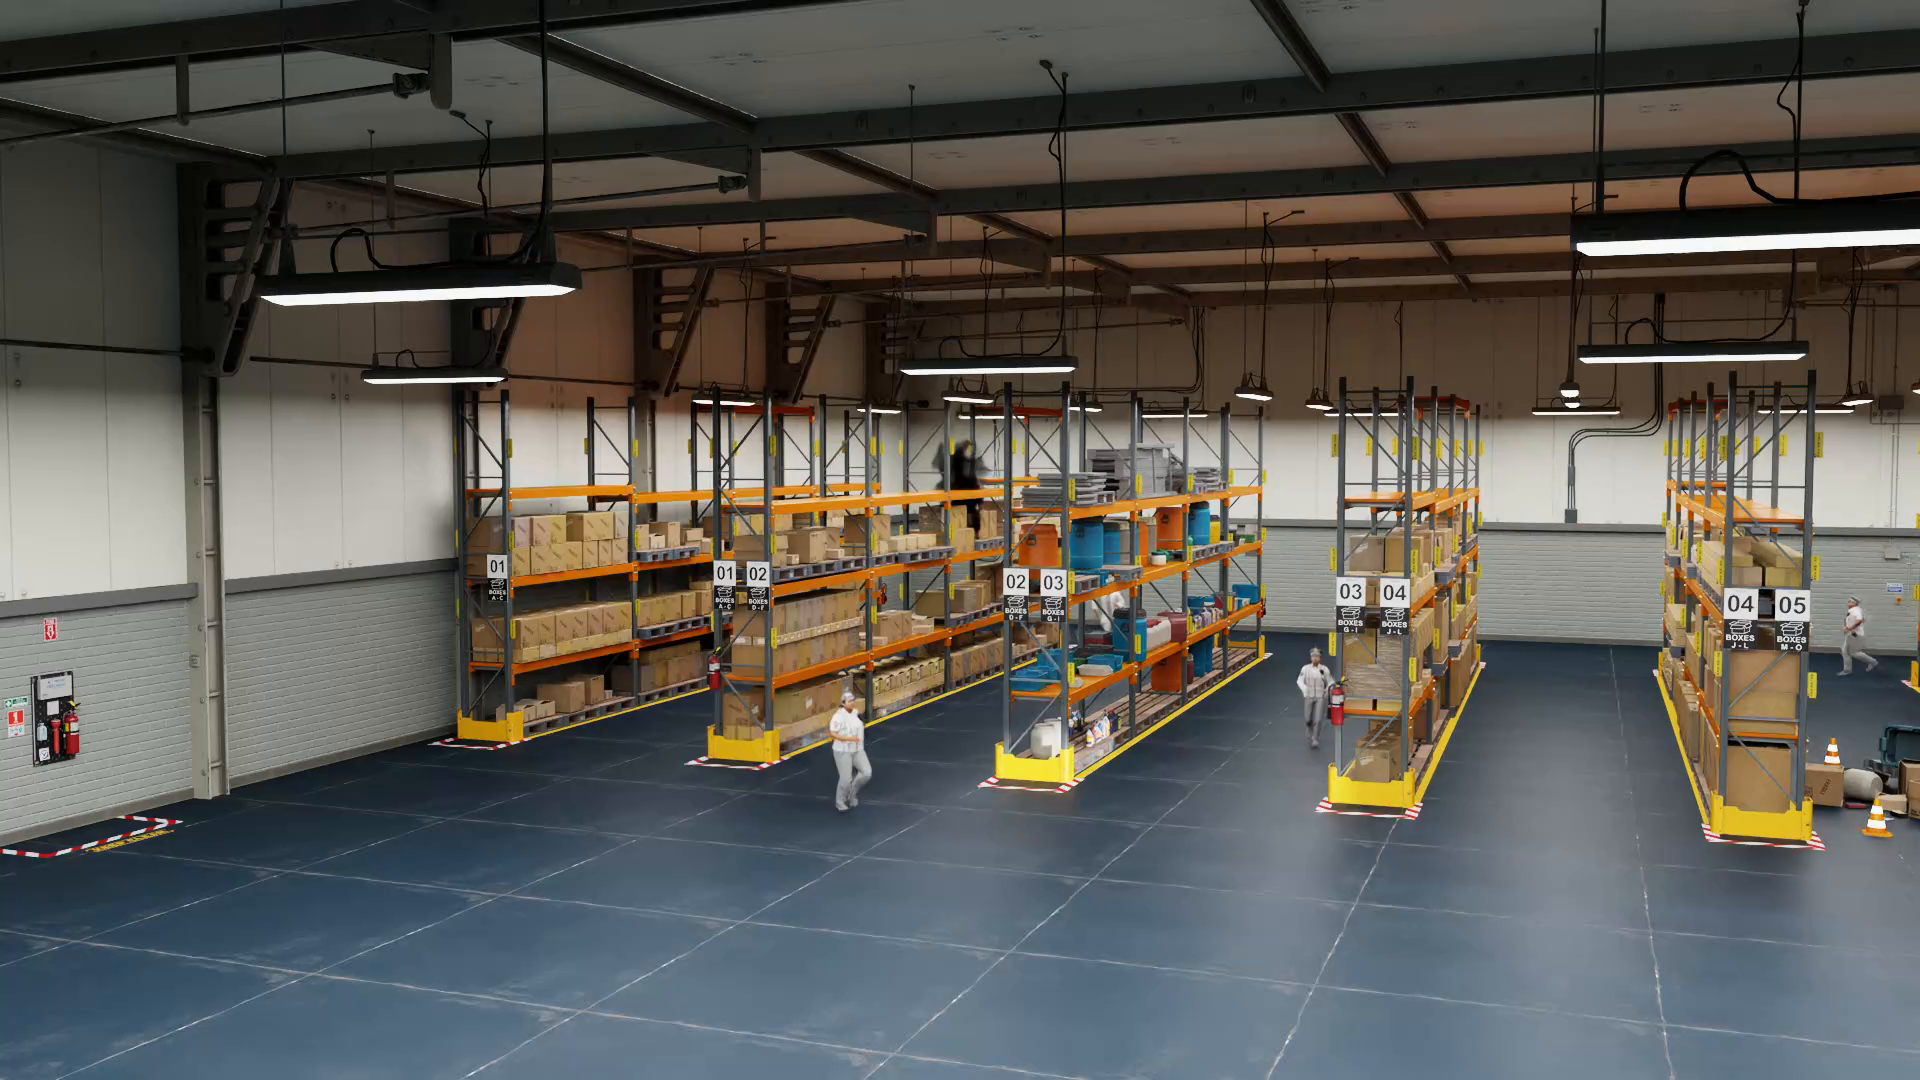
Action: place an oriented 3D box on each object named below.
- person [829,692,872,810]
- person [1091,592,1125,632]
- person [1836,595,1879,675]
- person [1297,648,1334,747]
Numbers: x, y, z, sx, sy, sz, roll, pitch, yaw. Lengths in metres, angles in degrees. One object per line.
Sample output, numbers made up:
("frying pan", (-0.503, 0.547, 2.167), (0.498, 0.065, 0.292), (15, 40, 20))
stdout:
("person", (-1.499, 2.913, 22.893), (0.661, 1.639, 0.551), (-3, 4, -45))
("person", (3.609, 1.906, 40.531), (0.830, 1.822, 0.757), (0, 3, 6))
("person", (19.713, 2.116, 36.529), (0.781, 1.800, 0.680), (1, 3, 25))
("person", (5.985, 2.635, 27.987), (0.615, 1.647, 0.575), (1, 3, 14))
